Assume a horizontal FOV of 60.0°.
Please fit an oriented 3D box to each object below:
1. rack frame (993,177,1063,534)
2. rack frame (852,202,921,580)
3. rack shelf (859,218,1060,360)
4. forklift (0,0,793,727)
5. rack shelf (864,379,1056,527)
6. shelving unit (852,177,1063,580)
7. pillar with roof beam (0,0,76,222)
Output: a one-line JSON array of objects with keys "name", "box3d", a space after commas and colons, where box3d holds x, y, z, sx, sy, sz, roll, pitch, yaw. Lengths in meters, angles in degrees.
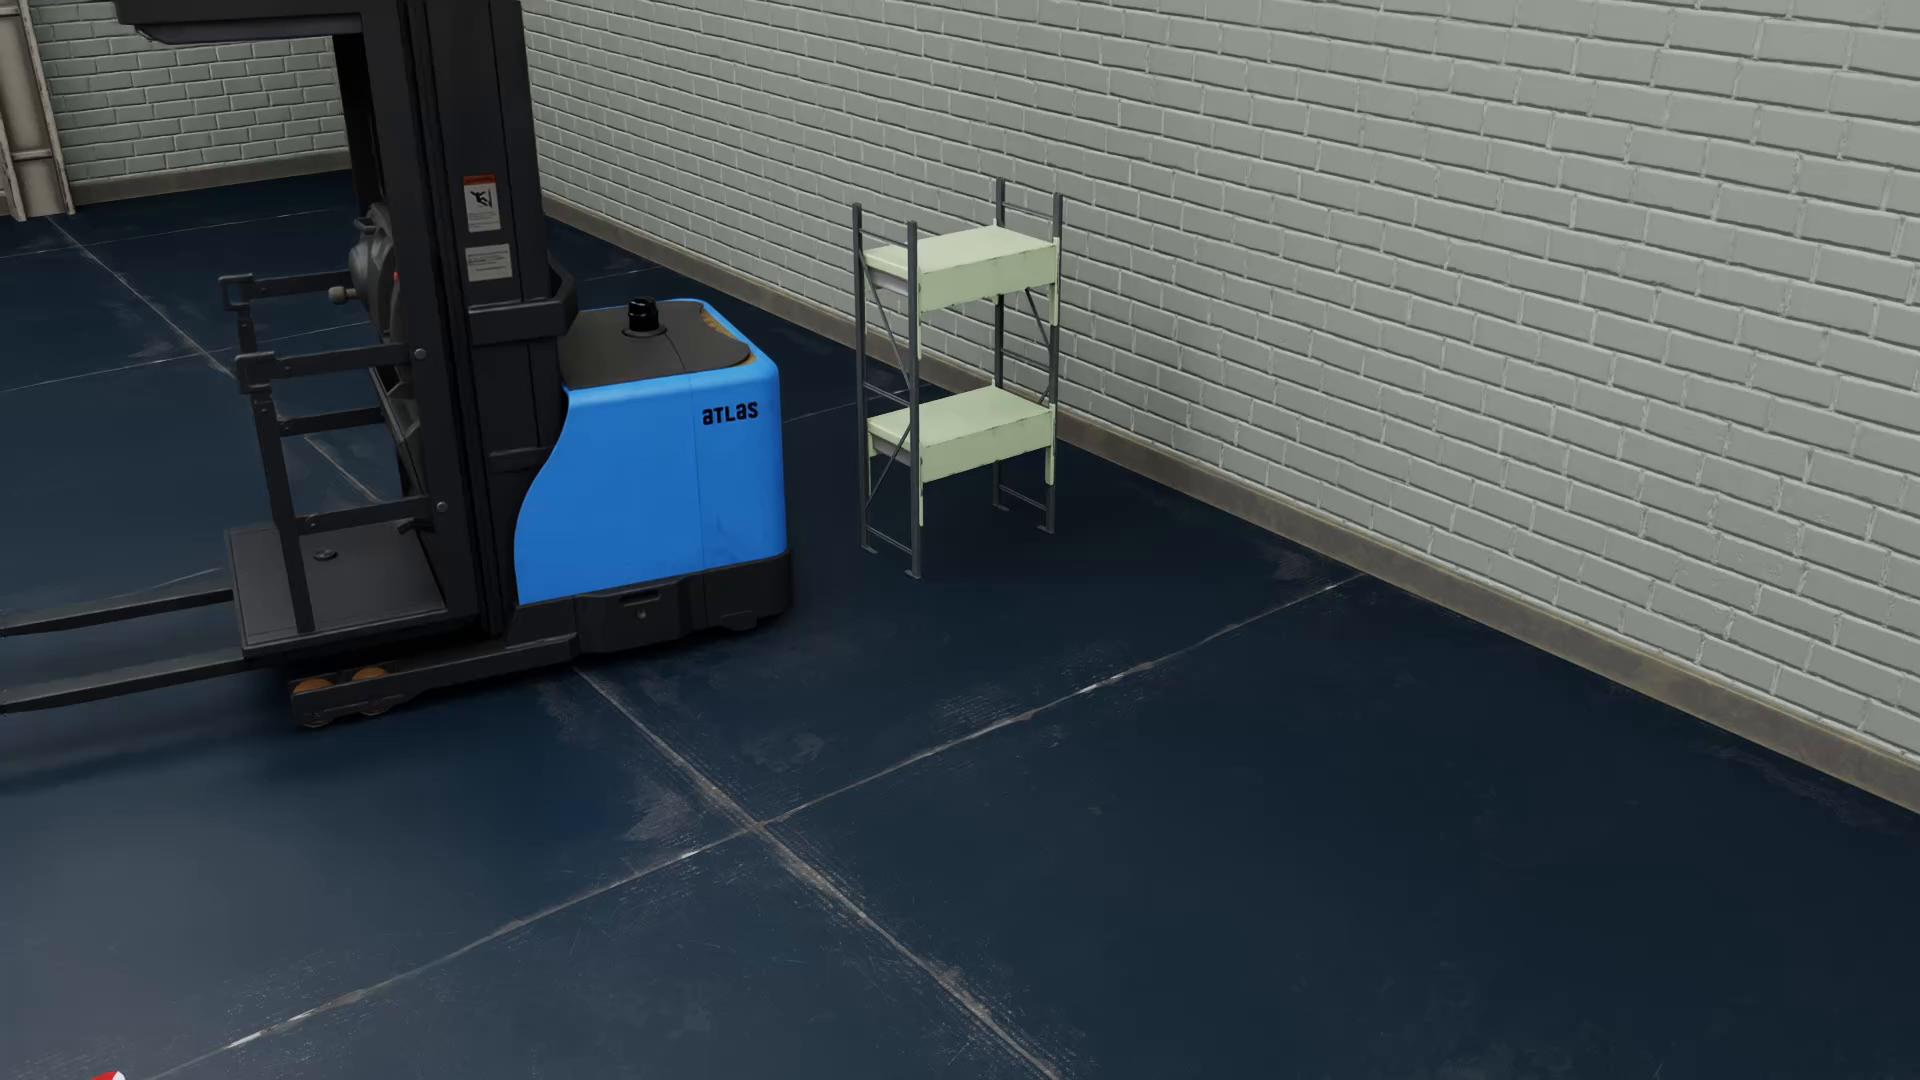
[{"name": "rack frame", "box3d": [0.283, -0.774, 7.135, 0.023, 1.500, 0.400, -18, 31, -34]}, {"name": "rack frame", "box3d": [-0.293, -0.583, 6.726, 0.023, 1.500, 0.400, -18, 31, -34]}, {"name": "rack shelf", "box3d": [-0.005, -1.033, 6.766, 0.720, 0.370, 0.431, -18, 31, -34]}, {"name": "forklift", "box3d": [-2.216, -0.926, 5.764, 3.031, 2.935, 1.130, -11, 27, -22]}, {"name": "rack shelf", "box3d": [-0.005, -0.383, 7.068, 0.720, 0.370, 0.431, -18, 31, -34]}, {"name": "shelving unit", "box3d": [-0.005, -0.679, 6.931, 0.755, 1.500, 0.431, -18, 31, -34]}, {"name": "pillar with roof beam", "box3d": [-4.270, -5.121, 7.594, 0.400, 9.000, 9.100, -18, 31, -34]}]
